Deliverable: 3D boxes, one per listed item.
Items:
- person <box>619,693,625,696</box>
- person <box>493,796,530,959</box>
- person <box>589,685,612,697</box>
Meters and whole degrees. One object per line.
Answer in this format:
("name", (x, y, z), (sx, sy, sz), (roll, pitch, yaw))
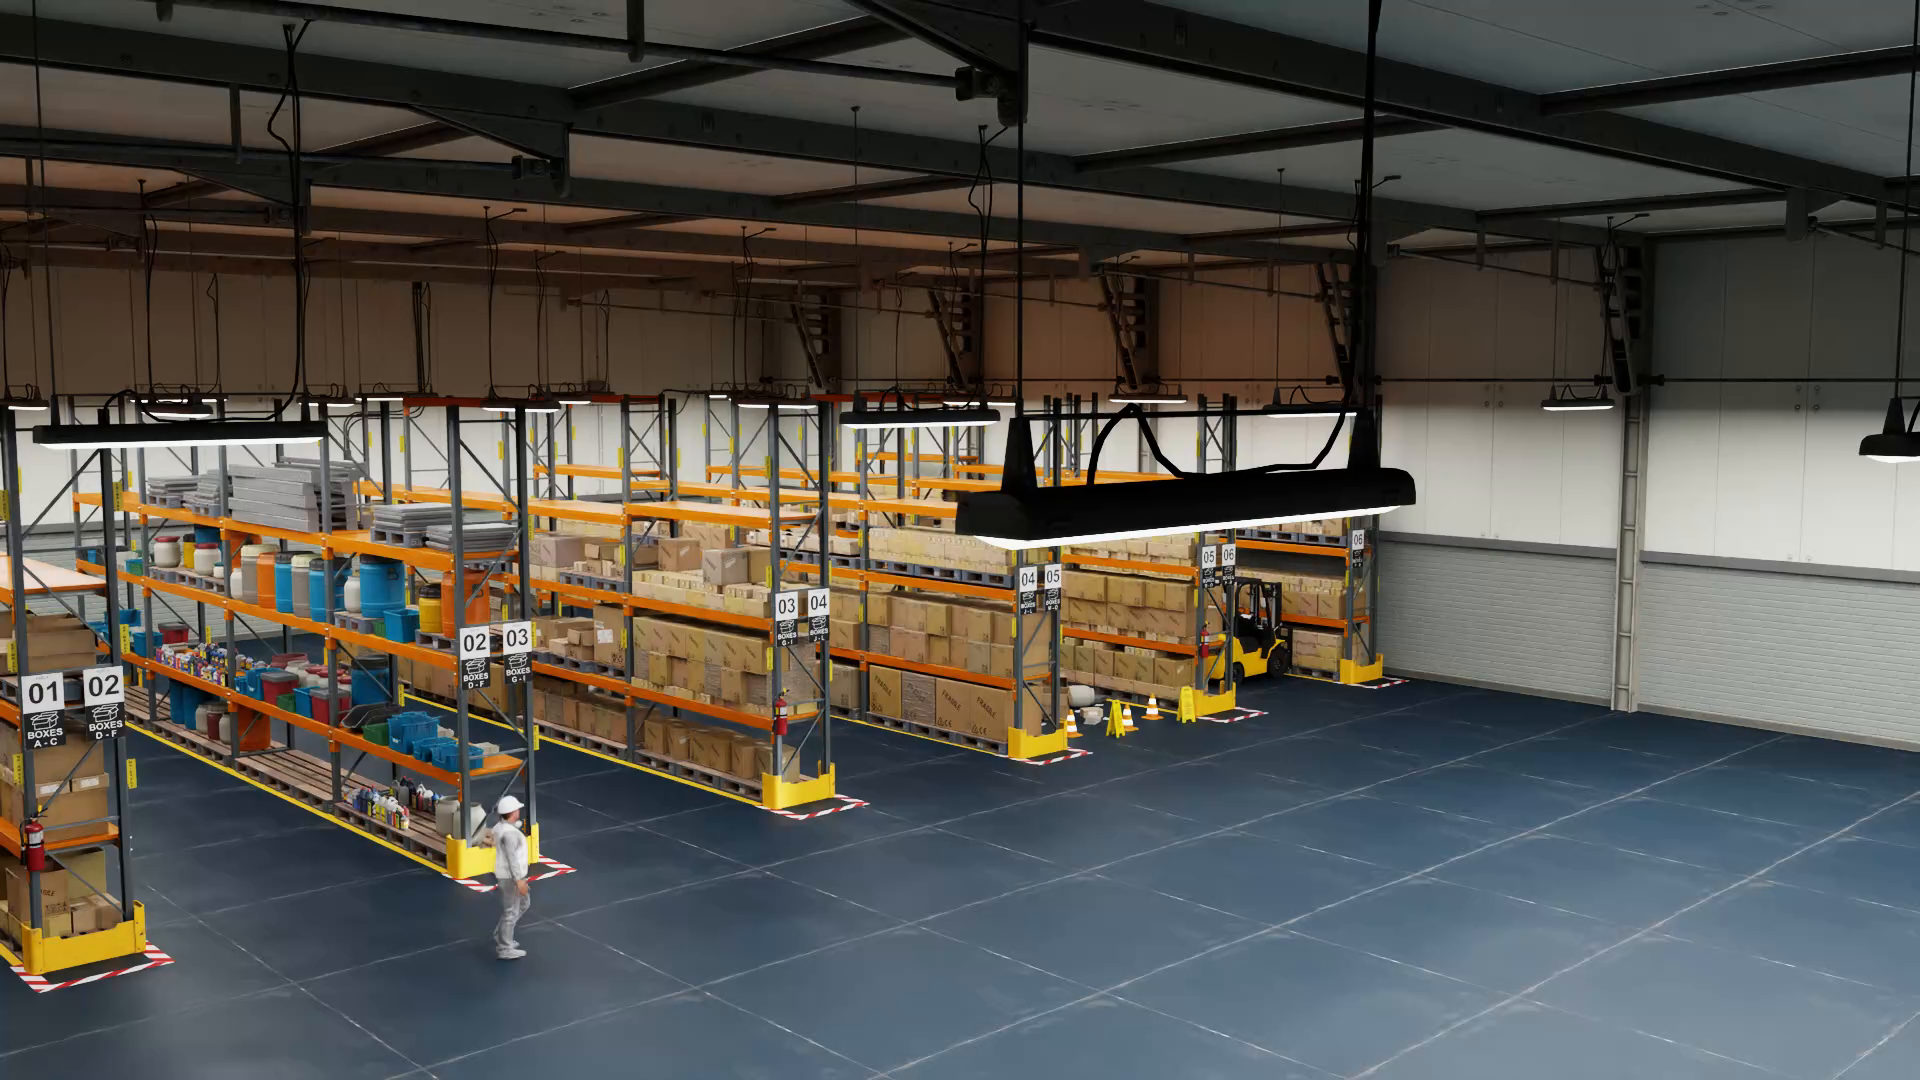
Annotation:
("person", (-6.853, 2.255, 33.407), (0.698, 1.670, 1.060), (-5, 8, -44))
("person", (-4.926, 3.690, 18.269), (0.405, 1.777, 0.601), (-2, 6, -18))
("person", (-6.998, 2.376, 32.463), (0.525, 1.649, 0.850), (2, 6, 17))
